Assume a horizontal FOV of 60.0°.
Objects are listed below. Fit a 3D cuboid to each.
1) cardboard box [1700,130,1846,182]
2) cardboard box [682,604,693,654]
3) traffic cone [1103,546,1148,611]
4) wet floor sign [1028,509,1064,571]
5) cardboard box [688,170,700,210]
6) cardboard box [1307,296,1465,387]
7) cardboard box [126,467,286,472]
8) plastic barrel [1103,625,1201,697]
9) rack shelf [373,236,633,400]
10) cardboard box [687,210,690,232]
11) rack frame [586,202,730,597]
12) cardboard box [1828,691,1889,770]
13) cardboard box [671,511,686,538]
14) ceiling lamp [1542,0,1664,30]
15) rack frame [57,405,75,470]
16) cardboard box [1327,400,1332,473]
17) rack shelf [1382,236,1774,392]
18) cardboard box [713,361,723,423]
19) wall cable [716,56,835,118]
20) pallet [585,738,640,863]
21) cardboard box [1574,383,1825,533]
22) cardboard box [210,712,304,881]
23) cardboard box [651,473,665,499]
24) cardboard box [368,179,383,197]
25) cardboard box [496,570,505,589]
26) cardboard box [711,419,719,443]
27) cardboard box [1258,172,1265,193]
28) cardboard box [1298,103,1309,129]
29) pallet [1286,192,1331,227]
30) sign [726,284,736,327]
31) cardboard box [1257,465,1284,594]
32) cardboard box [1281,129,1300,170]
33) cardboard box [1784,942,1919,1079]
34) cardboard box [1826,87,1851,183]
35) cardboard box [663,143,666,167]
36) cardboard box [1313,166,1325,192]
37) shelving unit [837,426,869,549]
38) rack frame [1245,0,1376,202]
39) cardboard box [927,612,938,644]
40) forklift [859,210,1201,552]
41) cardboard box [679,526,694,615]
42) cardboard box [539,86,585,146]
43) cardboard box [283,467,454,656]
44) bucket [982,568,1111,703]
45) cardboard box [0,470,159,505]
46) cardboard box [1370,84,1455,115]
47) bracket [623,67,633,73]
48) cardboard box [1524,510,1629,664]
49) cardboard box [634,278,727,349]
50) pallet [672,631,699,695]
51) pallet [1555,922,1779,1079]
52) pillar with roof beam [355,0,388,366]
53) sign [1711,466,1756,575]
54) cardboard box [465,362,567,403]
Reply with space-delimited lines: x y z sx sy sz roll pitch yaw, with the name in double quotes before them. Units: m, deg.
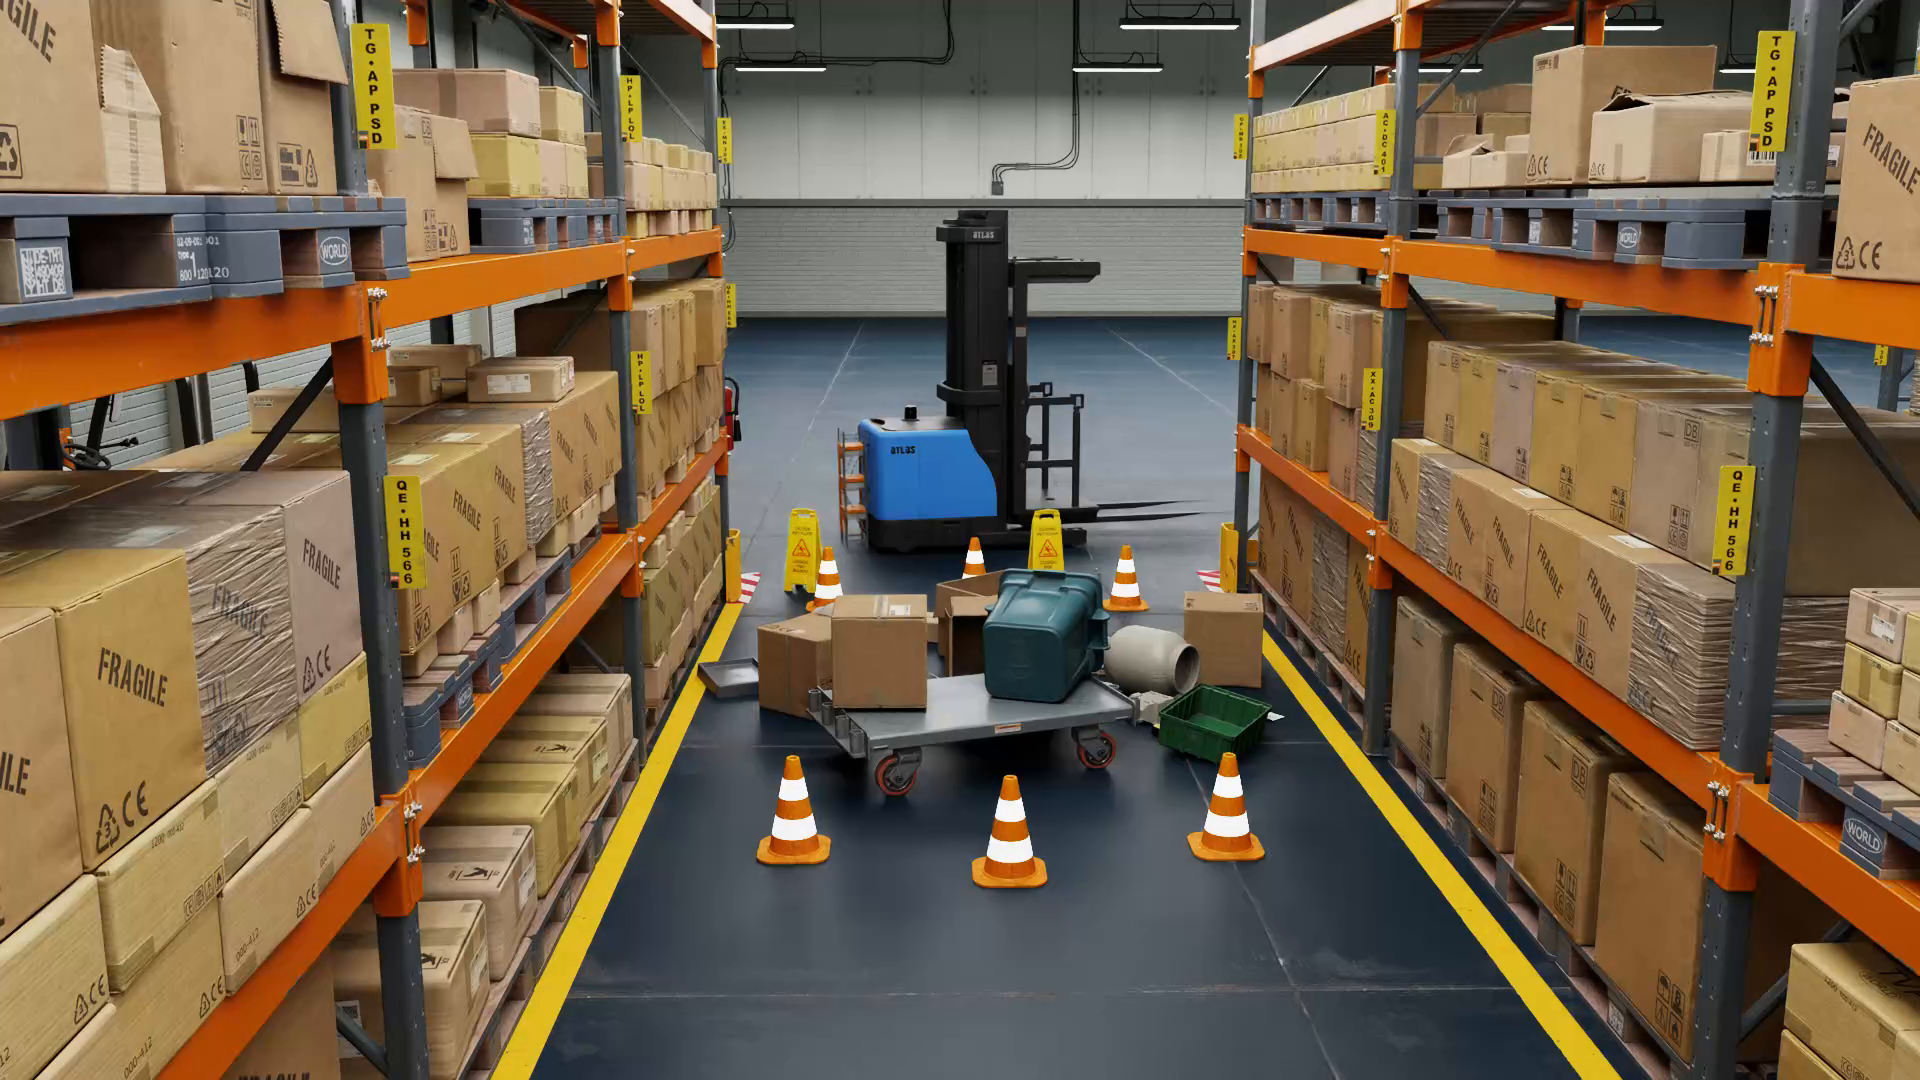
"cardboard box" 2.590 -1.220 5.262 0.380 0.166 0.250 0 11 -1
"cardboard box" -1.985 0.566 10.584 0.500 0.250 0.500 0 11 -2
"traffic cone" 1.248 0.273 12.548 0.336 0.463 0.334 0 11 -1
"wet floor sign" 0.677 0.075 13.067 0.267 0.644 0.232 -2 12 -11
"cardboard box" -1.985 -2.280 10.835 0.500 0.250 0.500 0 11 0
"cardboard box" 2.746 -1.284 10.753 0.875 0.550 0.500 0 11 -1
"cardboard box" -2.412 0.060 5.165 0.500 0.500 0.500 -1 11 -3
"plastic barrel" 1.183 0.757 10.262 0.512 0.421 0.421 9 15 38
"rack shelf" -2.166 -0.966 6.540 1.077 0.370 4.000 0 11 -1
"cardboard box" -2.002 -2.116 11.031 0.380 0.149 0.250 0 11 -2
"rack frame" -2.290 -1.041 12.645 1.000 3.000 0.127 0 11 -1
"cardboard box" 2.630 0.516 4.547 0.380 0.149 0.250 0 11 -2
"cardboard box" -1.913 -0.089 10.293 0.380 0.149 0.250 0 11 2
"ceiling lamp" 10.705 -10.142 27.735 2.000 3.185 0.800 0 11 -1
"rack frame" -7.252 -1.020 12.541 1.000 3.000 0.127 0 11 -1
"cardboard box" 2.793 -0.650 10.342 0.875 0.550 0.550 0 11 -1
"rack shelf" 2.781 -1.006 6.739 1.077 0.370 4.000 0 11 -1
"cardboard box" -2.003 -1.129 12.080 0.500 0.500 0.500 0 11 -2
"wall cable" -4.793 -11.337 43.414 3.097 2.526 0.112 0 11 -1
"pallet" -2.189 1.276 8.241 1.003 0.211 1.213 0 11 -1
"cardboard box" 2.799 -0.322 6.335 0.700 0.500 0.500 0 11 -2
"cardboard box" -1.846 0.575 3.800 0.500 0.250 0.500 -1 11 -3
"cardboard box" -1.956 -0.339 9.815 0.380 0.149 0.250 0 11 1
"cardboard box" -1.966 -0.969 5.084 0.396 0.266 0.258 0 11 -1
"cardboard box" -1.990 0.132 6.439 0.380 0.149 0.250 0 11 1
"cardboard box" -1.952 -0.794 12.062 0.380 0.149 0.250 0 11 -2
"cardboard box" 2.350 -2.563 11.928 0.380 0.149 0.250 0 11 -1
"cardboard box" 2.377 -2.703 10.611 0.380 0.149 0.250 0 11 0
"pallet" 2.711 -2.117 10.630 1.003 0.211 1.213 0 11 -1
"sign" -1.734 -1.762 12.491 0.100 0.325 0.005 0 11 -1
"cardboard box" 2.737 -0.111 12.351 0.875 0.875 0.875 0 11 -1
"cardboard box" 2.433 -2.580 11.010 0.500 0.250 0.500 0 11 -2
"cardboard box" 2.595 1.299 4.458 0.500 0.250 0.500 -1 11 -4
"cardboard box" 3.027 -1.317 5.379 0.500 0.311 0.500 0 11 -1
"cardboard box" -1.969 -2.306 9.964 0.380 0.149 0.250 0 11 -2
"cardboard box" 2.385 -2.212 10.199 0.380 0.149 0.250 0 11 -2
"shelving unit" -0.946 -0.463 14.688 0.215 1.050 0.252 -4 12 -14
"rack frame" 2.657 -4.021 12.248 1.000 3.000 0.127 0 11 -1
"cardboard box" -0.243 0.608 11.686 0.380 0.149 0.250 6 13 28
"forklift" 0.651 -1.462 14.892 3.031 2.935 1.130 -3 12 -13
"cardboard box" -1.981 0.201 10.499 0.500 0.500 0.500 0 11 2
"cardboard box" -2.068 -1.978 7.786 0.500 0.250 0.500 0 11 0
"cardboard box" -1.902 0.058 5.171 0.500 0.500 0.500 -1 11 -3
"bucket" 0.432 0.556 9.186 0.726 0.611 0.620 4 22 18
"cardboard box" -2.359 0.109 4.209 0.500 0.500 0.500 -1 11 -3
"cardboard box" 2.414 -2.350 8.873 0.380 0.149 0.250 0 11 -2
"bracket" -8.449 -11.983 42.438 0.076 0.066 3.189 0 11 -1
"cardboard box" 2.526 0.173 6.411 0.500 0.500 0.500 0 11 -2
"cardboard box" -2.061 -1.625 12.010 0.700 0.500 0.500 -1 11 -3
"pallet" -2.284 0.744 10.859 1.003 0.211 1.213 0 11 -1
"pallet" 2.882 1.719 6.057 1.003 0.211 1.213 0 11 -1
"pillar with roof beam" -4.083 -6.221 23.089 9.100 9.000 0.400 0 11 -1
"sign" 2.268 -0.056 4.877 0.100 0.325 0.005 0 11 -1
"cardboard box" -1.915 -0.682 7.189 0.380 0.149 0.250 -1 11 -4
